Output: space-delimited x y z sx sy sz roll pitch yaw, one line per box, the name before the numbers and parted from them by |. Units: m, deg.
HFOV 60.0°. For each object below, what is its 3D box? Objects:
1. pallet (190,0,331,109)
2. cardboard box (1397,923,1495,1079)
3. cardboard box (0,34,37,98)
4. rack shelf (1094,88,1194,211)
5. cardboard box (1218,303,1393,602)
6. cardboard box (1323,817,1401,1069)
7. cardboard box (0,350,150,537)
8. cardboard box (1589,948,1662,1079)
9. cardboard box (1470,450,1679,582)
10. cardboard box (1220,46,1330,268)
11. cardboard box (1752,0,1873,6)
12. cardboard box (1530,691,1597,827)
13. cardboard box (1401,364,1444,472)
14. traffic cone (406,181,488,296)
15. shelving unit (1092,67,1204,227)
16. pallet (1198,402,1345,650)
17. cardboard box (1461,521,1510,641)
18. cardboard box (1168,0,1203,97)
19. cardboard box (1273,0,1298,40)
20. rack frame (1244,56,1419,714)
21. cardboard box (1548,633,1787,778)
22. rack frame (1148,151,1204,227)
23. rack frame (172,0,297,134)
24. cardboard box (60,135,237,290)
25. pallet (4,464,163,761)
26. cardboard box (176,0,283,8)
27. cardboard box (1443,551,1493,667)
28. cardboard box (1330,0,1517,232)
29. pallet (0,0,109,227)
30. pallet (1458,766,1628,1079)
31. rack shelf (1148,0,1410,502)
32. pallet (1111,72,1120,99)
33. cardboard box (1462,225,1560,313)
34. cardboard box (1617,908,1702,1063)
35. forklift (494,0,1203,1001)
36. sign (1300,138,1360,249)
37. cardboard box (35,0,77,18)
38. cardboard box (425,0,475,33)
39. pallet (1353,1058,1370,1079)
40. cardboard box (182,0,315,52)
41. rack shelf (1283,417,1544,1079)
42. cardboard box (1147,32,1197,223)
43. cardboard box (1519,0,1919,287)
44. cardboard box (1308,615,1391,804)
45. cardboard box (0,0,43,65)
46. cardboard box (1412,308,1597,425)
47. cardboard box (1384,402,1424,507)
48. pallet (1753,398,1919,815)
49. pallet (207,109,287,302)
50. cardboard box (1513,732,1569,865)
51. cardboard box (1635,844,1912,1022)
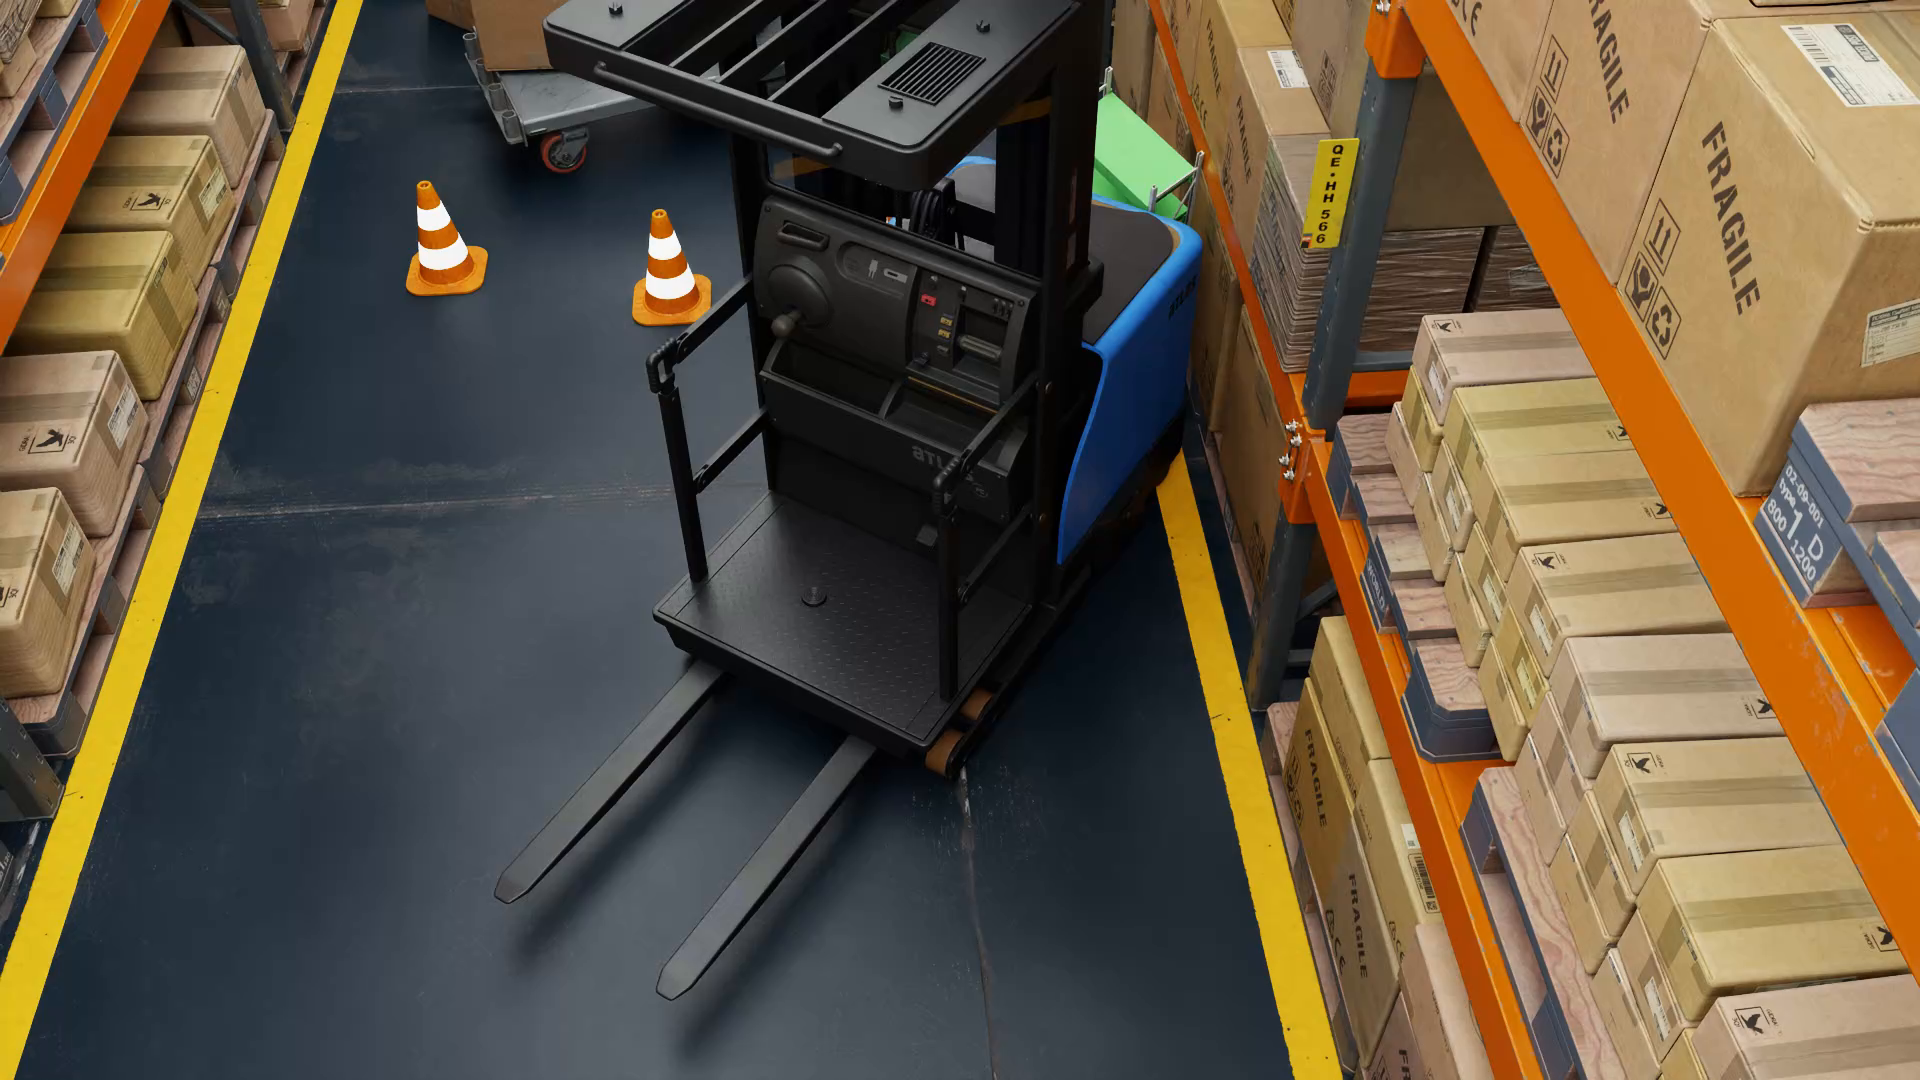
pallet | -3.862 -2.557 8.526 1.003 0.211 1.213 -3 47 -3
cardboard box | 1.376 1.184 3.978 0.500 0.250 0.500 -3 47 -3
cardboard box | -3.365 -1.615 5.597 0.380 0.149 0.250 -2 47 -2
rack shelf | 0.614 -1.397 6.090 0.258 0.148 0.480 -37 70 -14
cardboard box | 1.527 -0.329 5.756 1.050 0.750 0.750 -4 47 -4
cardboard box | 1.339 1.094 4.581 0.500 0.500 0.500 -3 47 -3
cardboard box | -3.543 -0.322 6.009 0.950 0.372 0.625 -4 47 -4
cardboard box | 1.458 0.913 3.203 0.380 0.149 0.250 -5 47 -5
cardboard box | 1.375 -0.057 3.712 0.380 0.149 0.250 -4 47 -4
cardboard box | 1.143 -1.217 5.268 0.500 0.500 0.500 -3 47 -3
cardboard box | 1.351 -0.977 2.447 0.396 0.266 0.258 -3 47 -3
cardboard box | 1.420 0.441 3.445 0.380 0.149 0.250 -3 47 -3
cardboard box | 1.329 -0.311 4.157 0.380 0.149 0.250 -2 47 -2
traffic cone | -2.272 -1.348 7.208 0.336 0.463 0.334 -3 47 -3
shelving unit | 0.621 -1.228 6.471 0.258 1.200 0.503 -37 70 -14
pallet | 1.497 -0.128 6.226 1.003 0.211 1.213 -3 47 -3
cardboard box | 1.379 0.078 3.789 0.380 0.149 0.250 -5 47 -5
cardboard box | 1.054 -1.949 5.961 0.500 0.500 0.500 -3 47 -3
cardboard box | 1.372 -1.953 5.276 0.700 0.500 0.500 -4 47 -4
rack frame | 1.488 -0.512 4.669 1.000 3.000 0.127 -3 47 -3
cardboard box | 1.421 0.331 3.345 0.380 0.149 0.250 -2 47 -1
rack frame | 0.776 -1.057 6.391 0.240 1.200 0.015 -37 70 -14
rack frame | -3.771 -3.032 7.056 1.000 3.000 0.127 -3 47 -3
cardboard box | -3.661 -1.374 7.006 0.950 0.372 0.625 -1 47 -1
pallet | -3.500 0.255 5.863 1.003 0.211 1.213 -3 47 -3
cardboard box | -3.551 -2.932 8.049 0.500 0.500 0.500 -1 47 -1
cardboard box | 1.370 0.155 3.921 0.380 0.149 0.250 -1 47 -1
cardboard box | 1.461 -1.216 4.578 0.700 0.500 0.500 -4 47 -4
pallet | -3.642 -1.502 5.739 1.003 0.211 1.213 -3 47 -3
pallet | 1.695 0.983 3.385 1.003 0.211 1.213 -3 47 -3
rack shelf | 1.321 -1.712 6.301 1.077 0.370 4.000 -3 47 -3
pallet | 1.293 -1.894 7.898 1.003 0.211 1.213 -3 47 -3
cardboard box | 1.720 -0.888 4.956 0.500 0.500 0.500 -3 47 -3
cardboard box | 1.464 0.816 3.090 0.380 0.149 0.250 -2 47 -2
forklift | -0.324 -0.616 4.815 1.130 2.935 3.031 24 51 21
sign | 0.935 -0.874 4.215 0.100 0.325 0.005 -3 47 -3
cardboard box | -3.382 -1.996 5.958 0.380 0.149 0.250 -4 47 -3
cardboard box | -2.505 -3.032 8.775 0.500 0.500 0.500 27 52 23
pallet | 1.651 1.893 4.312 1.003 0.211 1.213 -3 47 -3
cardboard box | -3.551 -2.674 8.322 0.500 0.250 0.500 -5 47 -5
rack shelf | 1.656 1.182 3.560 1.077 0.370 4.000 -3 47 -3
cardboard box | 1.372 -1.635 6.993 1.050 0.750 0.750 -3 47 -3
cardboard box | 1.320 -0.787 2.795 0.500 0.500 0.500 -3 47 -3
cardboard box | 1.305 0.459 4.666 0.500 0.250 0.500 -5 47 -5
cardboard box | -3.379 -1.882 5.403 0.500 0.500 0.500 -5 47 -5
cardboard box | 1.334 -0.426 4.061 0.380 0.149 0.250 -3 47 -3
cardboard box | 1.325 -0.234 4.290 0.380 0.149 0.250 -4 47 -4
pallet | 1.788 0.212 2.047 1.213 0.211 1.003 -3 47 -3
pallet | -3.704 -1.510 7.535 1.003 0.211 1.213 -3 47 -3
cardboard box | 1.419 0.543 3.554 0.380 0.149 0.250 -2 47 -2
cardboard box | 1.463 0.703 2.992 0.380 0.149 0.250 -4 47 -4
